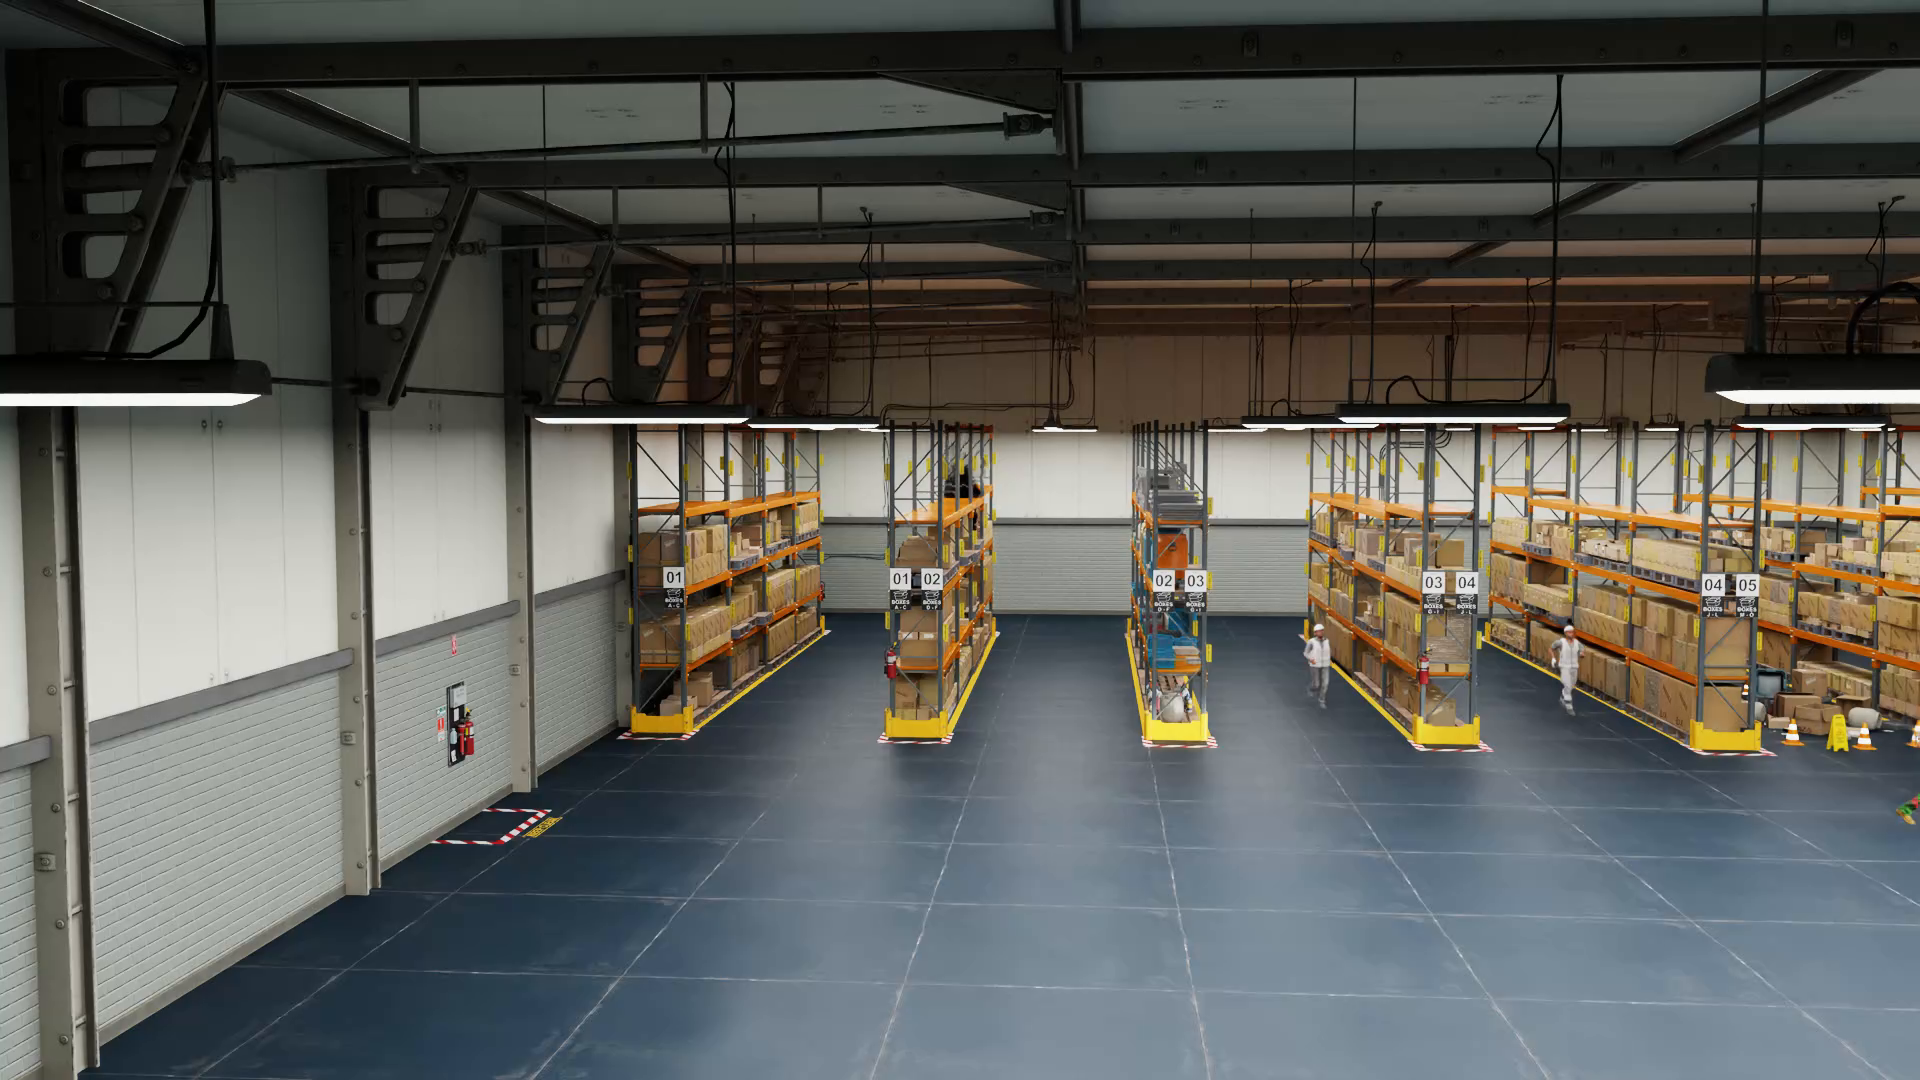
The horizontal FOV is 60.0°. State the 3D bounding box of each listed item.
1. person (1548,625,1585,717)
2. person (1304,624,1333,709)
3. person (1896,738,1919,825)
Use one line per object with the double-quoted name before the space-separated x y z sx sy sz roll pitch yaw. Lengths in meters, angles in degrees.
"person" 12.454 2.649 34.039 0.655 1.810 0.925 0 4 -7
"person" 7.562 2.648 35.020 0.661 1.758 0.792 -1 4 -8
"person" 13.992 3.298 23.818 0.987 1.786 0.656 2 4 35
